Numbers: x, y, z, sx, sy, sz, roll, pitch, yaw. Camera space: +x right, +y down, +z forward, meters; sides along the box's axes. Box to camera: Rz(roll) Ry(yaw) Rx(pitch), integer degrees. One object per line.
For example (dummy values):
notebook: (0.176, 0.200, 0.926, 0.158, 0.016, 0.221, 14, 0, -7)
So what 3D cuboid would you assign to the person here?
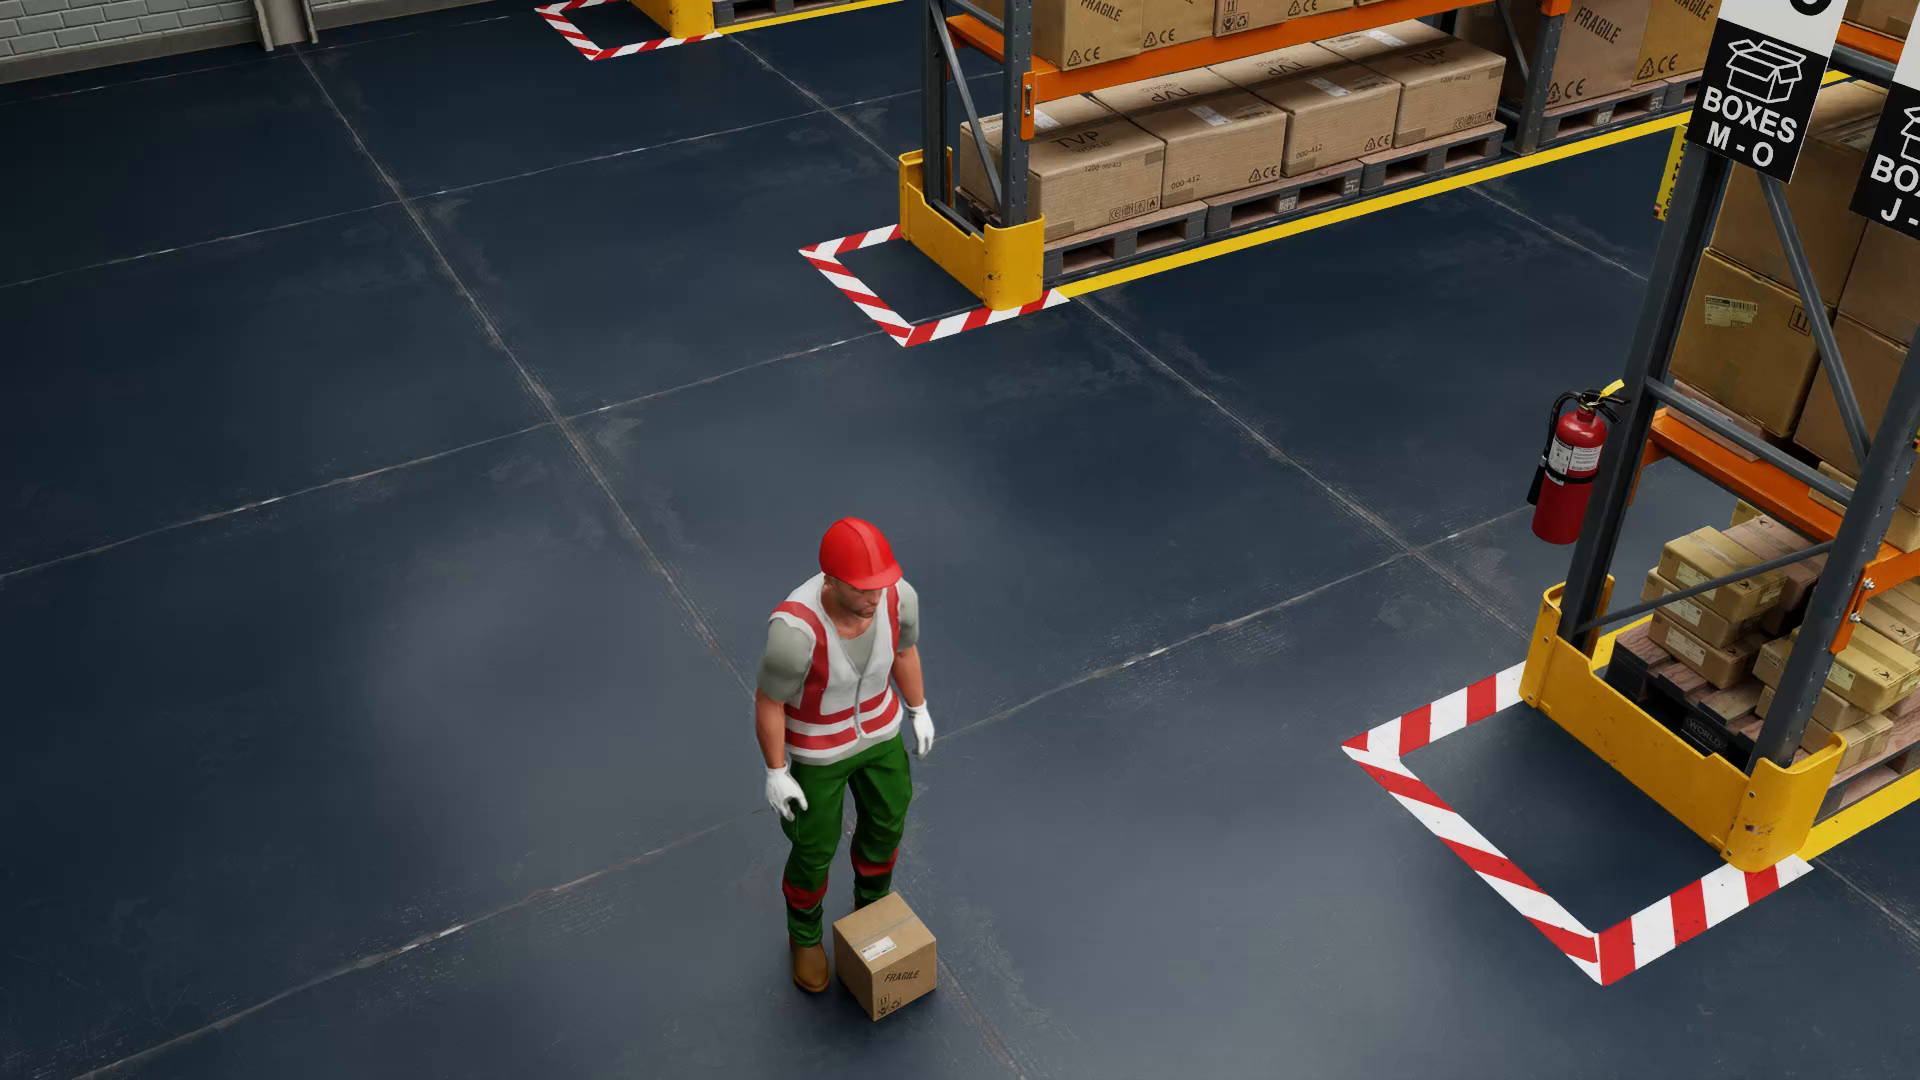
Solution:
person: (-0.350, 0.651, 5.255, 0.619, 1.779, 0.450, -21, 42, -26)
